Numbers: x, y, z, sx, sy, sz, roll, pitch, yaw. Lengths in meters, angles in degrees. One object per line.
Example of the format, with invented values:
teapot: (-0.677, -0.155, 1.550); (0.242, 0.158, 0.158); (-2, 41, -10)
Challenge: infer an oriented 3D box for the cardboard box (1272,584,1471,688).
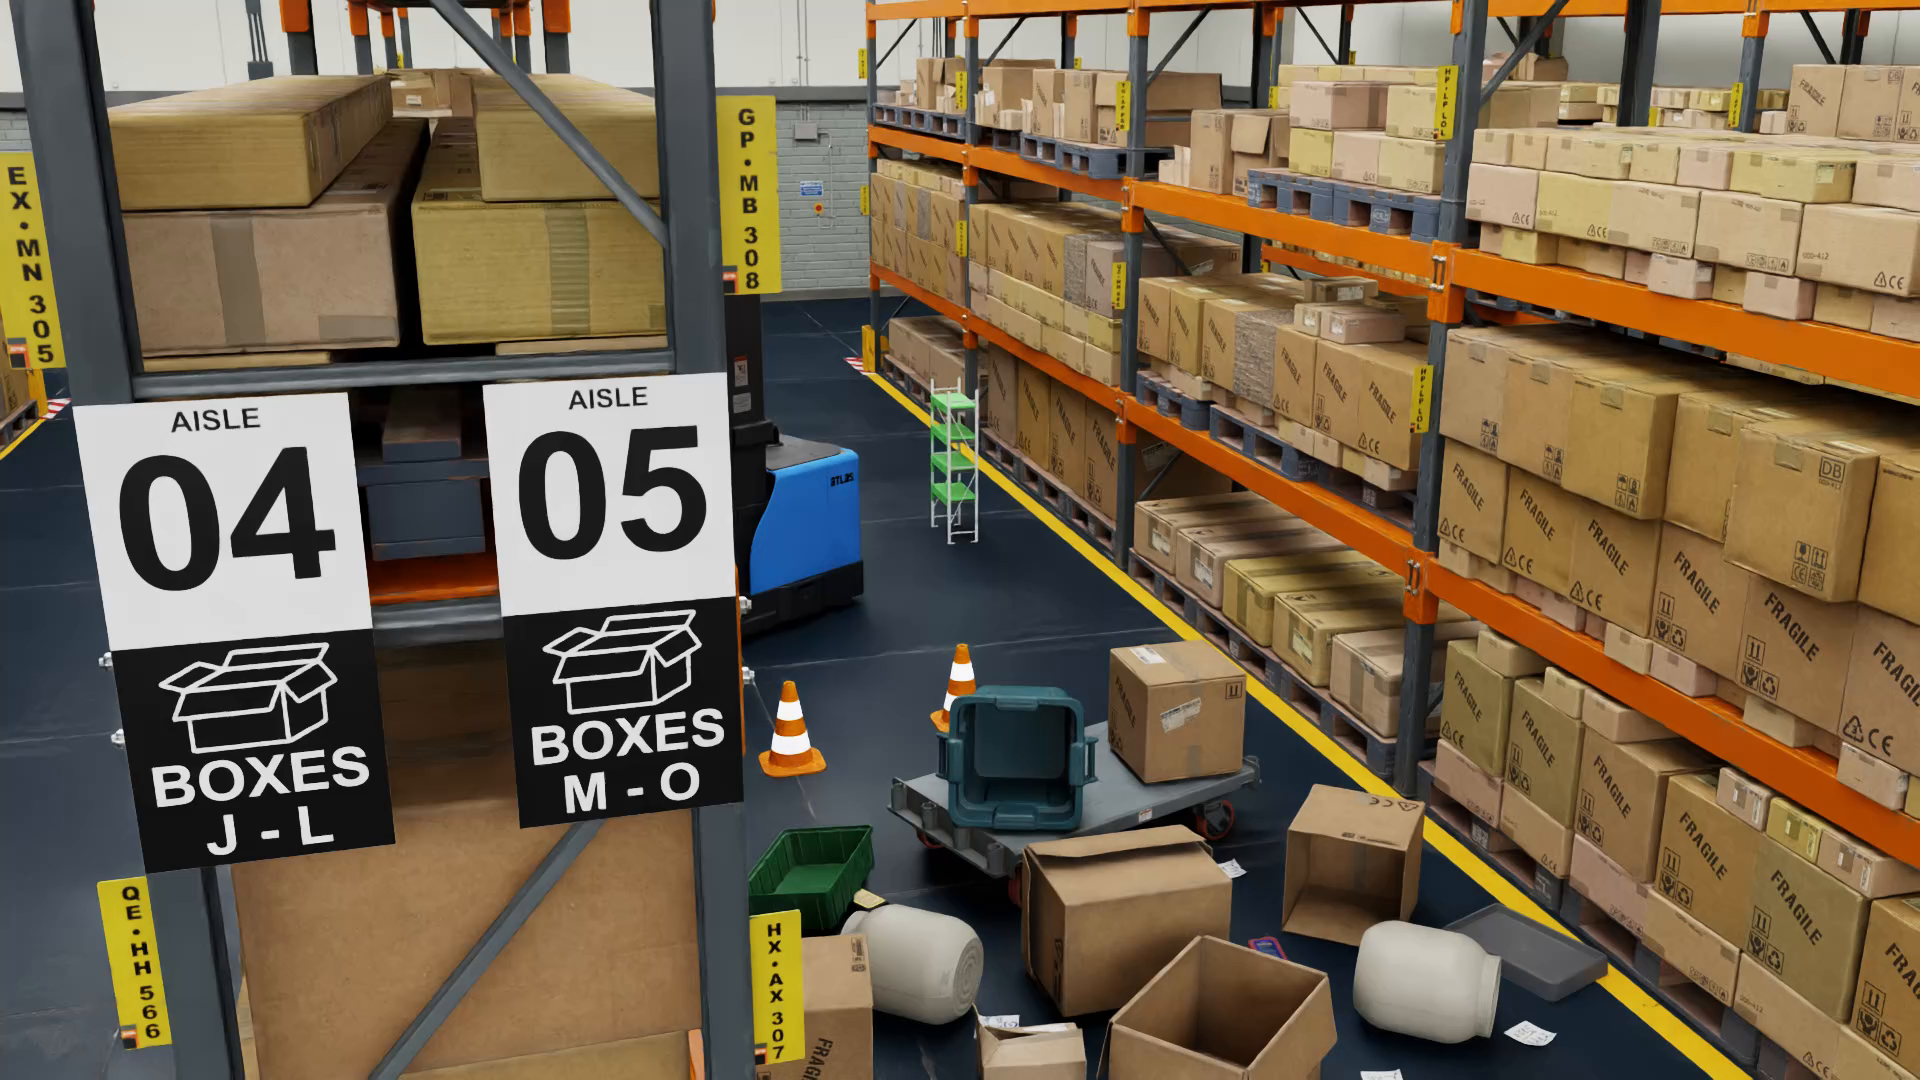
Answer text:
cardboard box: (2.397, 0.549, 9.747); (0.950, 0.372, 0.625); (-4, 17, -12)

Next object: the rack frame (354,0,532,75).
rack frame: (-3.087, -3.725, 9.711); (1.000, 3.000, 0.127); (-5, 17, -15)

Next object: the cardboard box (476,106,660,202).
cardboard box: (-0.674, -0.704, 3.013); (0.380, 0.149, 0.250); (-5, 17, -15)

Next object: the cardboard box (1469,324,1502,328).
cardboard box: (5.277, -2.040, 16.499); (0.380, 0.149, 0.250); (-6, 18, -18)

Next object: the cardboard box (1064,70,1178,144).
cardboard box: (1.190, -3.215, 12.325); (0.700, 0.500, 0.500); (-6, 18, -18)

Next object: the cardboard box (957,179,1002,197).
cardboard box: (0.187, -3.356, 15.873); (0.380, 0.149, 0.250); (-4, 17, -14)

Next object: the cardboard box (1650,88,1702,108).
cardboard box: (5.915, -3.659, 13.755); (0.380, 0.149, 0.250); (-5, 17, -16)

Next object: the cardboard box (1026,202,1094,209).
cardboard box: (0.910, -2.801, 15.149); (0.500, 0.500, 0.500); (-4, 17, -13)

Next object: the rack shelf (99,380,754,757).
rack shelf: (-1.438, -0.284, 4.720); (1.077, 0.370, 4.000); (-5, 17, -15)

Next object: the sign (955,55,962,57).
sign: (-0.028, -5.346, 18.919); (0.100, 0.325, 0.005); (-5, 17, -15)

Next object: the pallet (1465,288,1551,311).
pallet: (5.432, -2.449, 16.226); (1.003, 0.211, 1.213); (-5, 17, -15)

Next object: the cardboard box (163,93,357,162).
cardboard box: (-1.585, -0.933, 3.777); (0.380, 0.149, 0.250); (-5, 17, -15)

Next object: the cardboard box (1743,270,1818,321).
cardboard box: (3.011, -0.872, 5.865); (0.380, 0.149, 0.250); (-5, 17, -16)

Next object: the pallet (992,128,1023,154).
pallet: (0.845, -3.473, 14.418); (0.805, 0.209, 1.217); (-5, 18, -17)

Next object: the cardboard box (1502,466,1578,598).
cardboard box: (2.757, -0.074, 7.294); (0.500, 0.500, 0.500); (-5, 17, -15)

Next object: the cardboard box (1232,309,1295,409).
cardboard box: (1.978, -1.091, 9.949); (0.500, 0.500, 0.500); (-5, 18, -17)

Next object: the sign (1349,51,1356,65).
sign: (4.757, -5.776, 20.215); (0.100, 0.325, 0.005); (-5, 17, -15)

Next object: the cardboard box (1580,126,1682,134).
cardboard box: (3.041, -1.792, 7.542); (0.380, 0.149, 0.250); (-4, 17, -14)

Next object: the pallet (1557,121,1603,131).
pallet: (5.717, -3.645, 14.985); (1.213, 0.211, 1.003); (-5, 17, -15)

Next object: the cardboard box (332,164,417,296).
cardboard box: (-1.428, -0.647, 3.517); (0.500, 0.250, 0.500); (-5, 17, -15)

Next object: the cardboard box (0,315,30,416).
cardboard box: (-9.830, -1.713, 16.405); (0.875, 0.875, 0.875); (-5, 17, -15)

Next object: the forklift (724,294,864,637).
forklift: (-2.023, -0.753, 10.363); (1.130, 2.935, 3.031); (14, 22, 40)

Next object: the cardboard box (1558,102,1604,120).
cardboard box: (5.464, -3.799, 14.704); (0.380, 0.149, 0.250); (-4, 17, -14)

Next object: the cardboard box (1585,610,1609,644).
cardboard box: (2.882, 0.347, 7.018); (0.380, 0.149, 0.250); (-5, 17, -16)

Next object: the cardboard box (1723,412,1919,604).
cardboard box: (3.122, -0.125, 5.725); (0.700, 0.500, 0.500); (-5, 17, -16)

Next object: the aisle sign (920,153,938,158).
aisle sign: (-0.276, -4.773, 19.110); (0.394, 0.787, 0.004); (-5, 17, -15)

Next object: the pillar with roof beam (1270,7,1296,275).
pillar with roof beam: (0.204, -7.227, 21.370); (9.100, 9.000, 0.400); (-5, 17, -15)

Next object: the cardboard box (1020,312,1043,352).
cardboard box: (0.810, -1.738, 13.785); (0.500, 0.250, 0.500); (-5, 17, -16)

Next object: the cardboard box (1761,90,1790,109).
cardboard box: (6.581, -3.486, 13.181); (0.380, 0.149, 0.250); (-5, 18, -17)

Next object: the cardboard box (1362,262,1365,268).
cardboard box: (4.693, -3.083, 18.437); (0.380, 0.149, 0.250); (-4, 17, -14)

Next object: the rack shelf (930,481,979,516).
rack shelf: (-0.045, -0.329, 13.019); (0.258, 0.148, 0.480); (-5, 17, -15)

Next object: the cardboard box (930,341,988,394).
cardboard box: (0.229, -1.781, 17.392); (0.875, 0.438, 0.875); (-5, 17, -17)

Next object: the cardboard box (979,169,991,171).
cardboard box: (0.308, -3.746, 17.168); (0.380, 0.149, 0.250); (-5, 17, -15)

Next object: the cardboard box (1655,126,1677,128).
cardboard box: (5.903, -3.291, 13.741); (0.500, 0.250, 0.500); (-5, 17, -15)

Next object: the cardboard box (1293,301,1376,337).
cardboard box: (2.100, -1.240, 9.318); (0.380, 0.149, 0.250); (-5, 18, -18)

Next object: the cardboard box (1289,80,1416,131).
cardboard box: (2.161, -2.401, 9.178); (0.500, 0.250, 0.500); (-4, 17, -14)

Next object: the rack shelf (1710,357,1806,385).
rack shelf: (6.966, -0.767, 11.541); (1.077, 0.370, 4.000); (-5, 17, -15)

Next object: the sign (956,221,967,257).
sign: (0.012, -2.786, 15.369); (0.100, 0.325, 0.005); (-5, 17, -15)

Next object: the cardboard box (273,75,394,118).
cardboard box: (-2.215, -1.565, 5.881); (0.380, 0.149, 0.250); (-5, 17, -15)

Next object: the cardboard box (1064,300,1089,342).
cardboard box: (1.123, -1.694, 12.769); (0.500, 0.250, 0.500); (-5, 17, -17)

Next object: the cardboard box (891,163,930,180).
cardboard box: (-0.531, -3.982, 17.955); (0.380, 0.149, 0.250); (-5, 18, -17)

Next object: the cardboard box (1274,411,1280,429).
cardboard box: (2.097, -0.730, 9.876); (0.380, 0.149, 0.250); (-5, 18, -17)

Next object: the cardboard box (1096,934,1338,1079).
cardboard box: (0.926, 1.852, 5.913); (0.637, 0.503, 0.797); (11, 20, 32)

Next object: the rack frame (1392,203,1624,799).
rack frame: (2.744, -0.165, 8.286); (1.000, 3.000, 0.127); (-5, 17, -15)

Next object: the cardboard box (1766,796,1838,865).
cardboard box: (3.141, 1.021, 5.958); (0.380, 0.149, 0.250); (-4, 17, -14)

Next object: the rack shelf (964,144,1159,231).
rack shelf: (1.095, -2.916, 13.483); (1.077, 0.370, 4.000); (-5, 17, -15)

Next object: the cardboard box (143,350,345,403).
cardboard box: (-1.306, -0.269, 2.954); (0.380, 0.149, 0.250); (-5, 17, -15)

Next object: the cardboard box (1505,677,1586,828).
cardboard box: (2.805, 0.924, 7.409); (0.500, 0.500, 0.500); (-4, 17, -13)

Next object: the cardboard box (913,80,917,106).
cardboard box: (-0.191, -4.709, 17.451); (0.500, 0.311, 0.500); (-4, 17, -14)

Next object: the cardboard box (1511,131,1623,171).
cardboard box: (2.616, -1.680, 7.168); (0.380, 0.149, 0.250); (-4, 17, -14)

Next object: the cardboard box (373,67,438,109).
cardboard box: (-3.603, -2.935, 10.790); (0.396, 0.266, 0.258); (-5, 17, -15)

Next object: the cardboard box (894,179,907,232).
cardboard box: (-0.398, -3.571, 17.715); (0.500, 0.500, 0.500); (-5, 17, -16)

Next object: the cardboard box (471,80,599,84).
cardboard box: (-1.301, -1.336, 5.120); (0.380, 0.149, 0.250); (-5, 17, -15)

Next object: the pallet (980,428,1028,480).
pallet: (0.830, -0.835, 15.363); (1.003, 0.211, 1.213); (-5, 17, -15)

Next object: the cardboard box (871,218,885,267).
cardboard box: (-0.698, -3.376, 18.804); (0.500, 0.500, 0.500); (-5, 17, -16)

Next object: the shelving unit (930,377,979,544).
shelving unit: (-0.045, -0.620, 12.932); (0.258, 1.200, 0.503); (-5, 17, -15)

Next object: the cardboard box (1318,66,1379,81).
cardboard box: (4.371, -5.201, 18.715); (0.500, 0.250, 0.500); (-5, 17, -16)
